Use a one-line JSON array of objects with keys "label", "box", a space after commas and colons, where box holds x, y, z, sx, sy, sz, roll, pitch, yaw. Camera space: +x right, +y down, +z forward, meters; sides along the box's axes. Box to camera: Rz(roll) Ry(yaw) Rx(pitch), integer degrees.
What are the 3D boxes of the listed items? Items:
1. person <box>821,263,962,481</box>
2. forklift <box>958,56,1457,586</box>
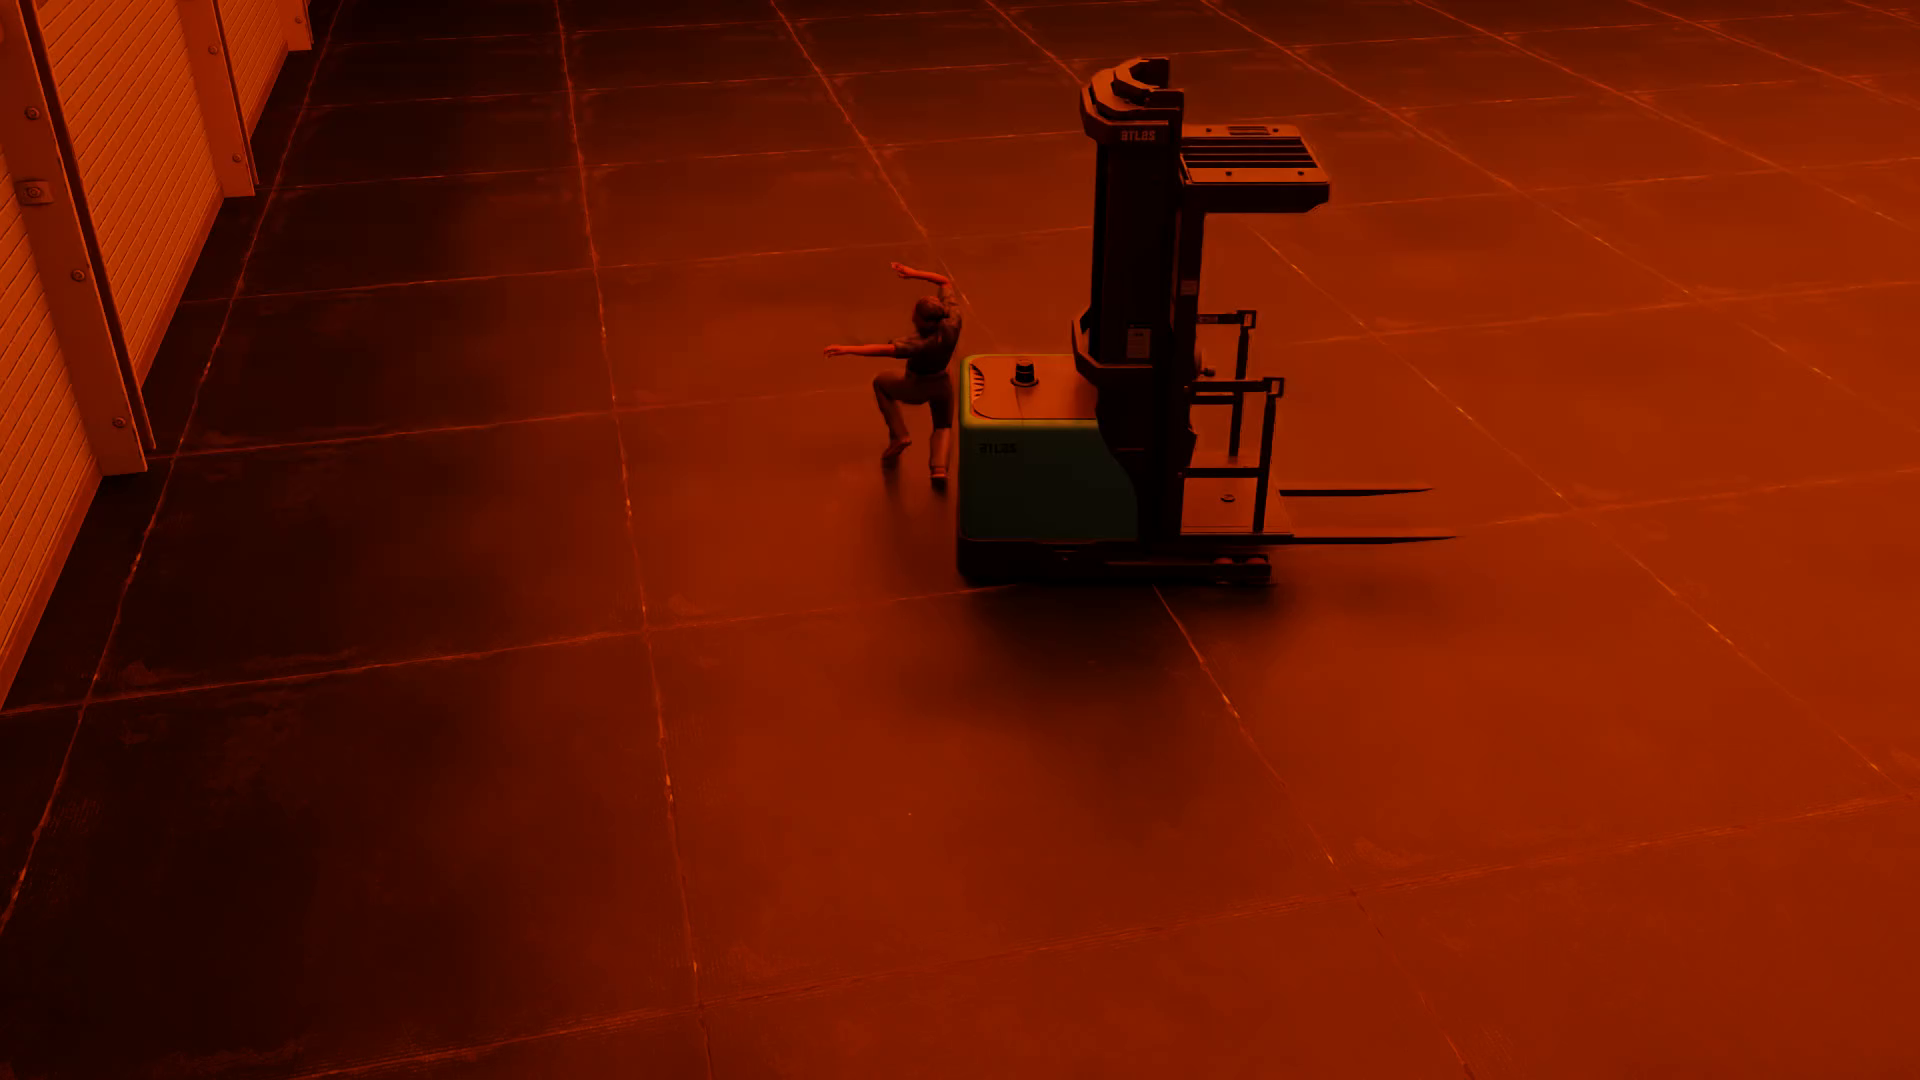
[{"label": "person", "box": [-0.507, -1.065, 10.883, 1.016, 1.512, 0.798, -12, 32, -20]}, {"label": "forklift", "box": [1.502, -1.262, 9.754, 3.031, 2.935, 1.130, 0, 30, 0]}]
